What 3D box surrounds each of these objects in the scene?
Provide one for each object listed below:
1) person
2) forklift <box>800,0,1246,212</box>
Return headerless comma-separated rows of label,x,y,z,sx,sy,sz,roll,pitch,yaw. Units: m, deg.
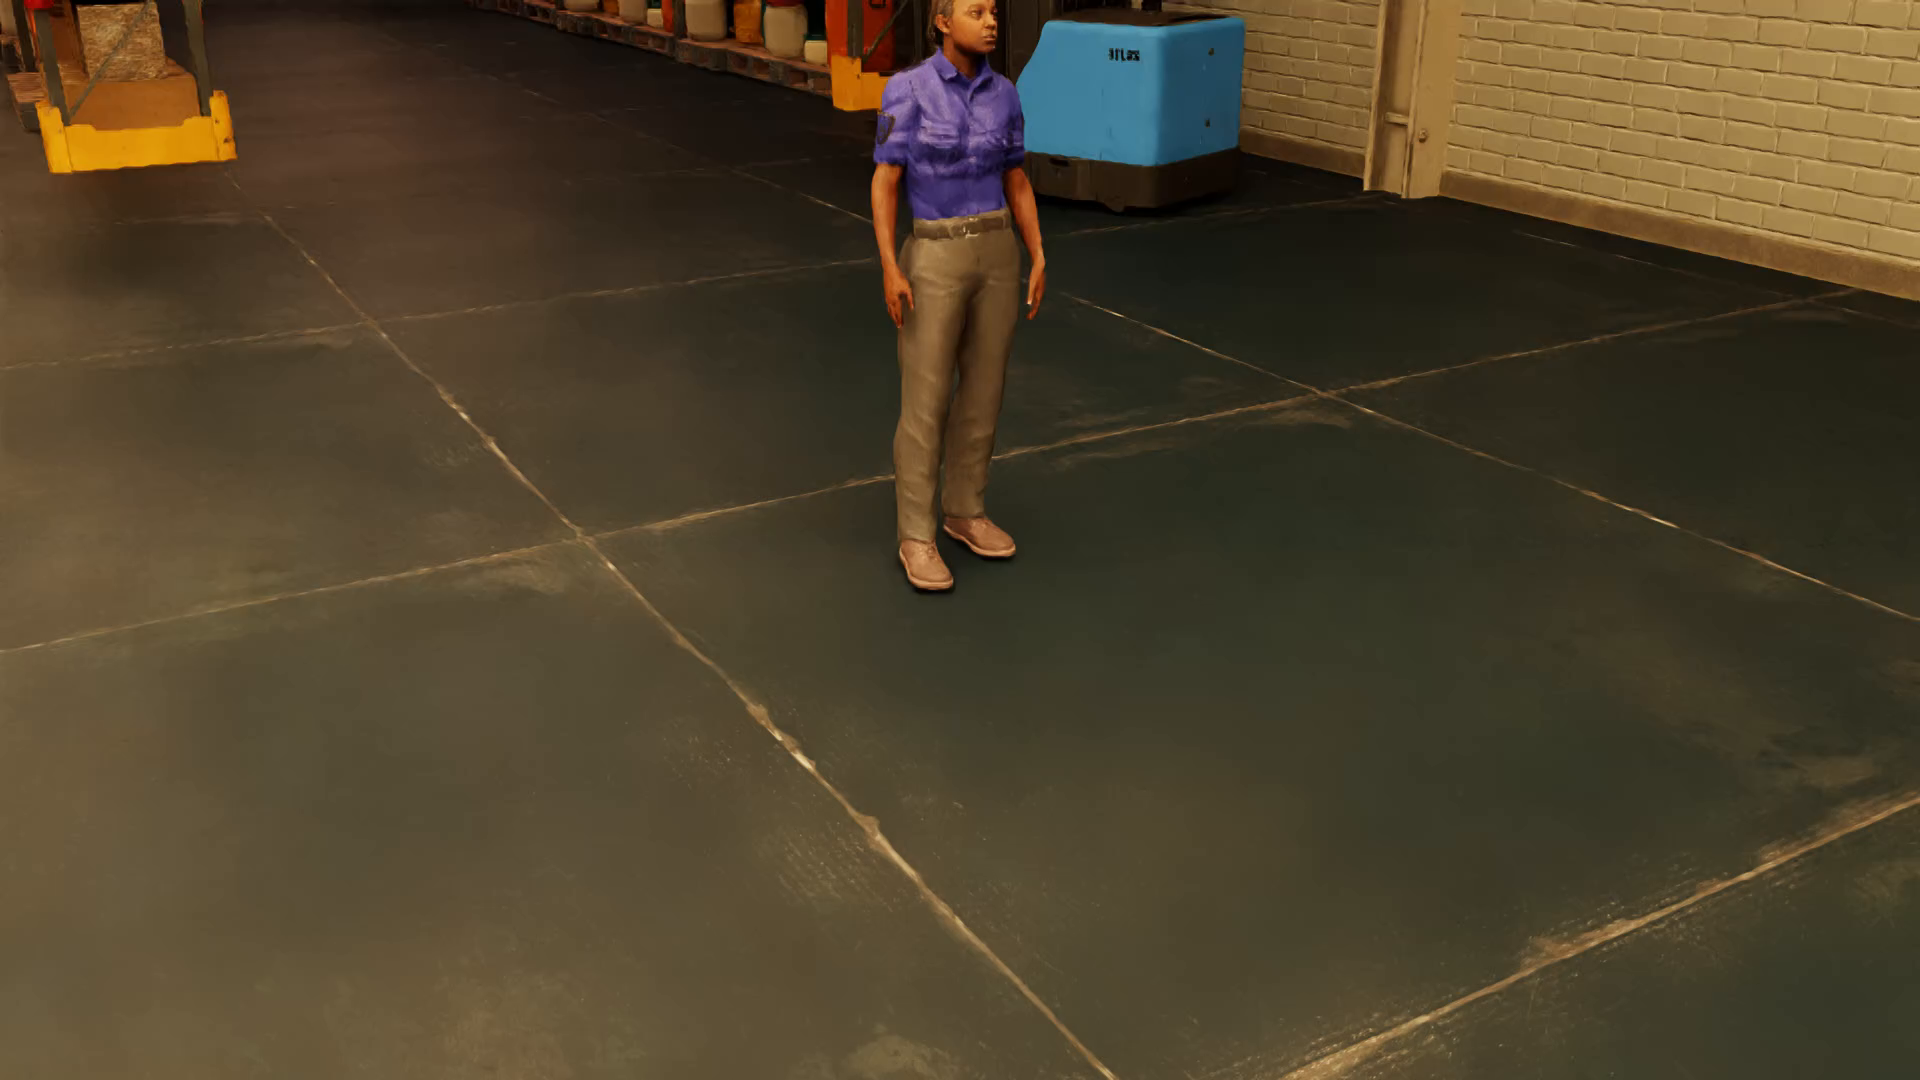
person,0.027,-0.740,4.738,0.570,1.654,0.503,-12,25,-28
forklift,0.270,-3.715,10.327,3.031,2.935,1.130,18,28,36
